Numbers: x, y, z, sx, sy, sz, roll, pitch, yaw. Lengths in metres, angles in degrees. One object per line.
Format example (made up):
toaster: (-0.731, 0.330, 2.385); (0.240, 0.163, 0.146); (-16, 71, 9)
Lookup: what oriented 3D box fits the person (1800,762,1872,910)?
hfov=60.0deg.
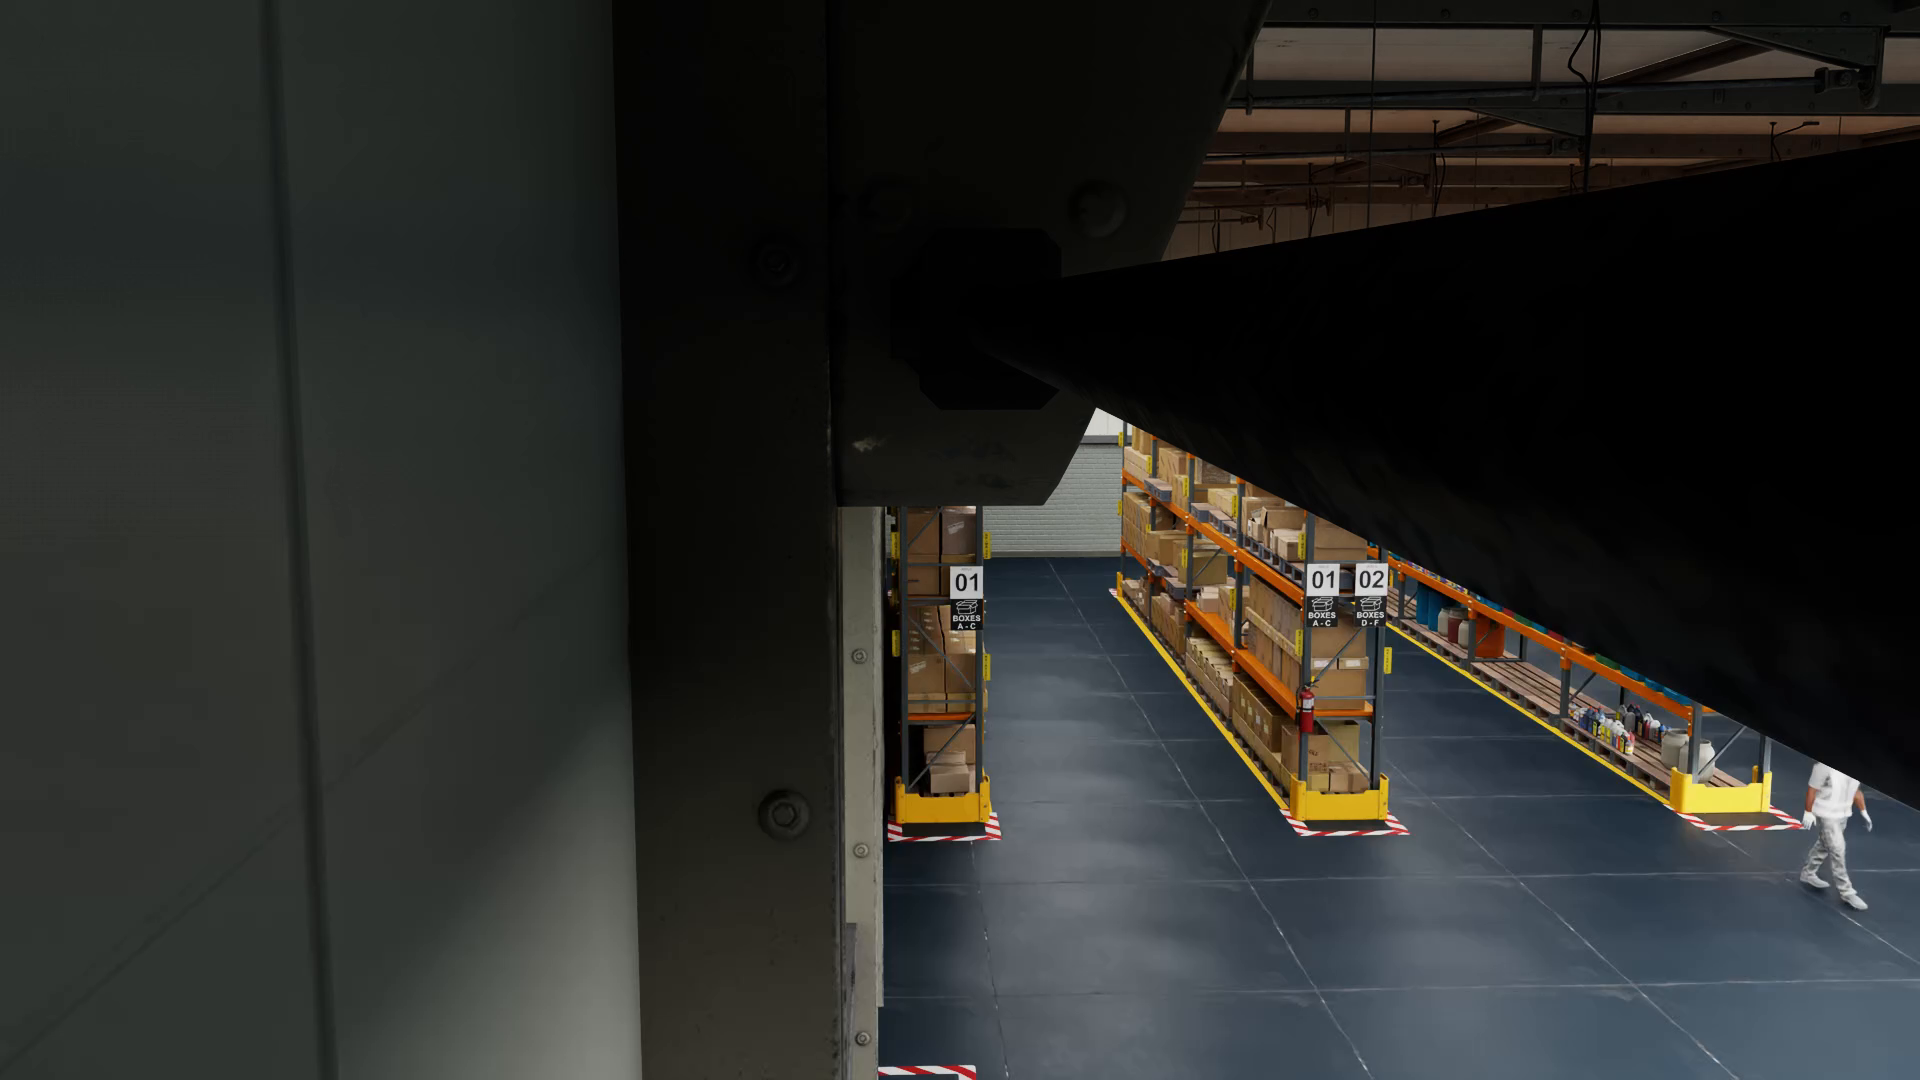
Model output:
person: (9.400, 2.959, 17.779); (0.580, 1.760, 0.883); (-4, 9, -25)
